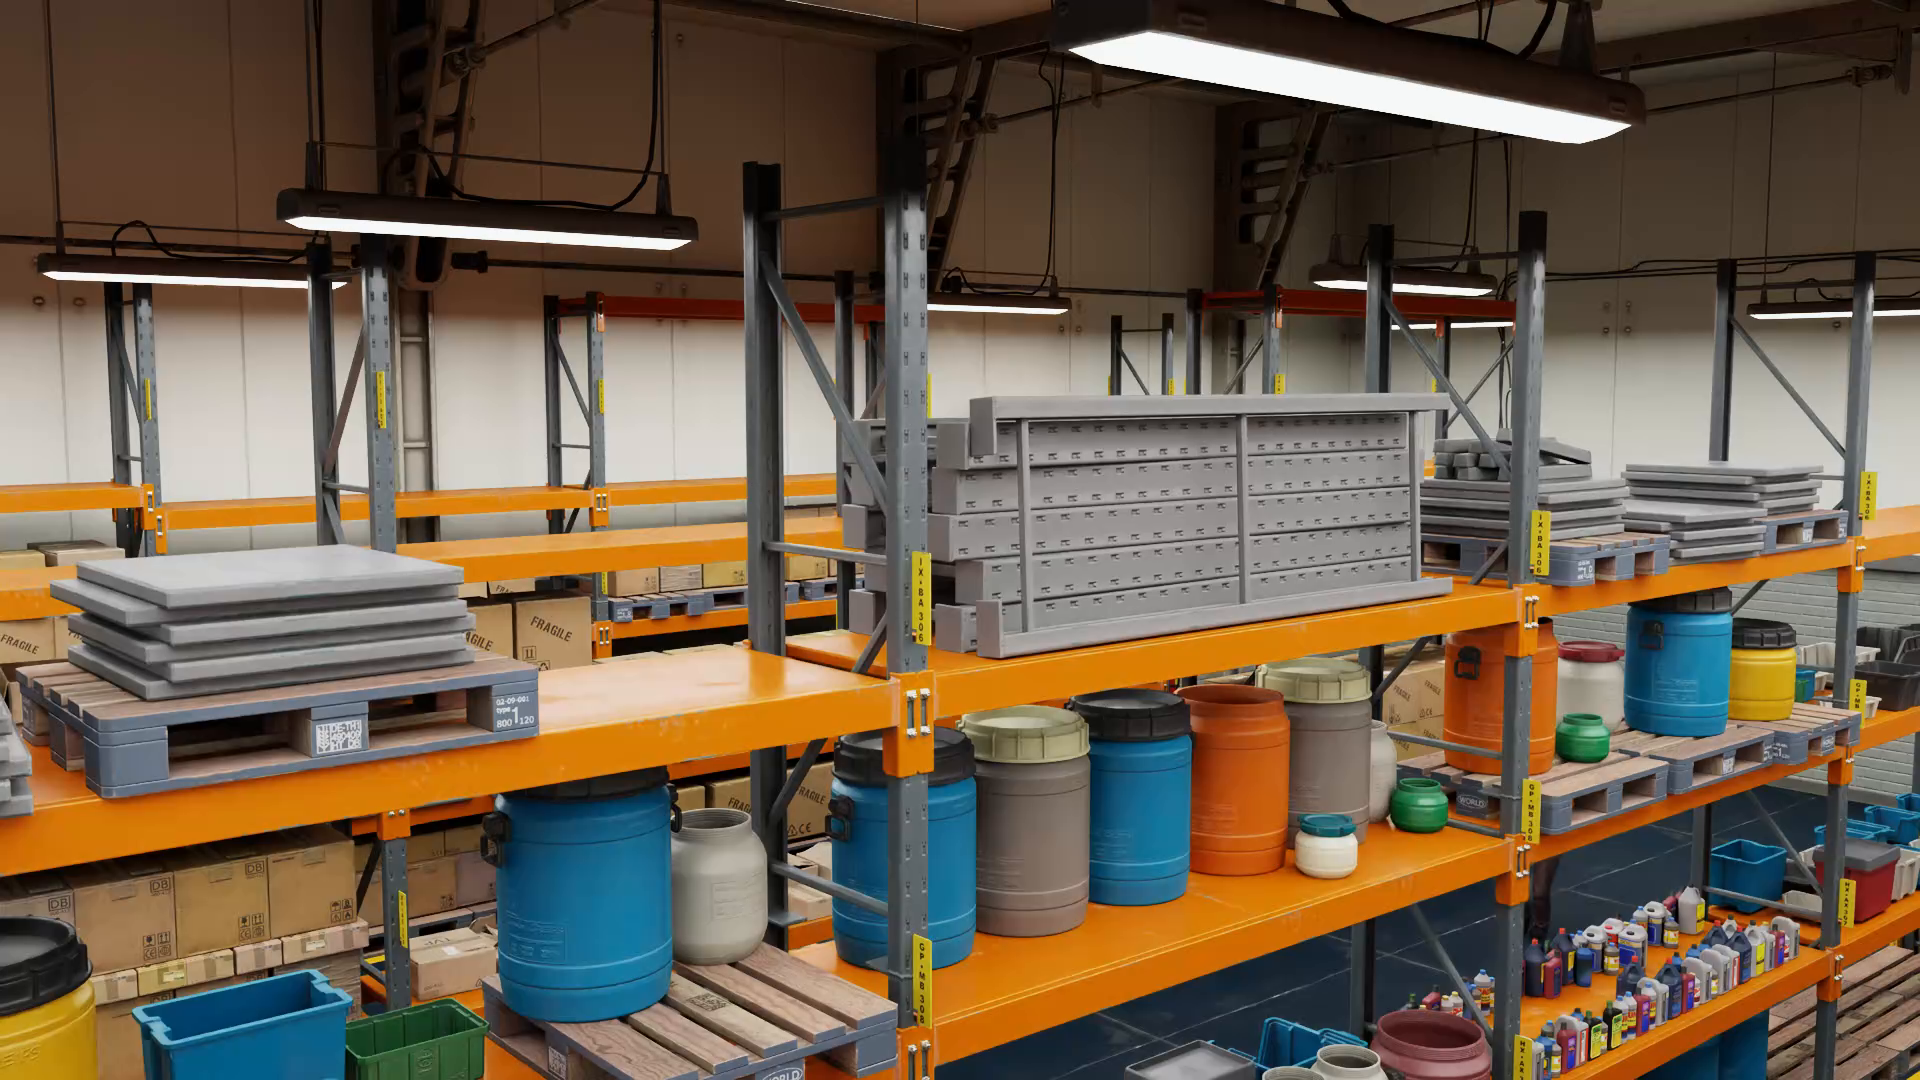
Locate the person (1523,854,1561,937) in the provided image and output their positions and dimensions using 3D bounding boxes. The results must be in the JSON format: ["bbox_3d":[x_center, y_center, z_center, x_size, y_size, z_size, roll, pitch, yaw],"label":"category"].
[{"bbox_3d":[5.263,2.854,15.235,0.636,1.704,0.671,4,7,34],"label":"person"}]
